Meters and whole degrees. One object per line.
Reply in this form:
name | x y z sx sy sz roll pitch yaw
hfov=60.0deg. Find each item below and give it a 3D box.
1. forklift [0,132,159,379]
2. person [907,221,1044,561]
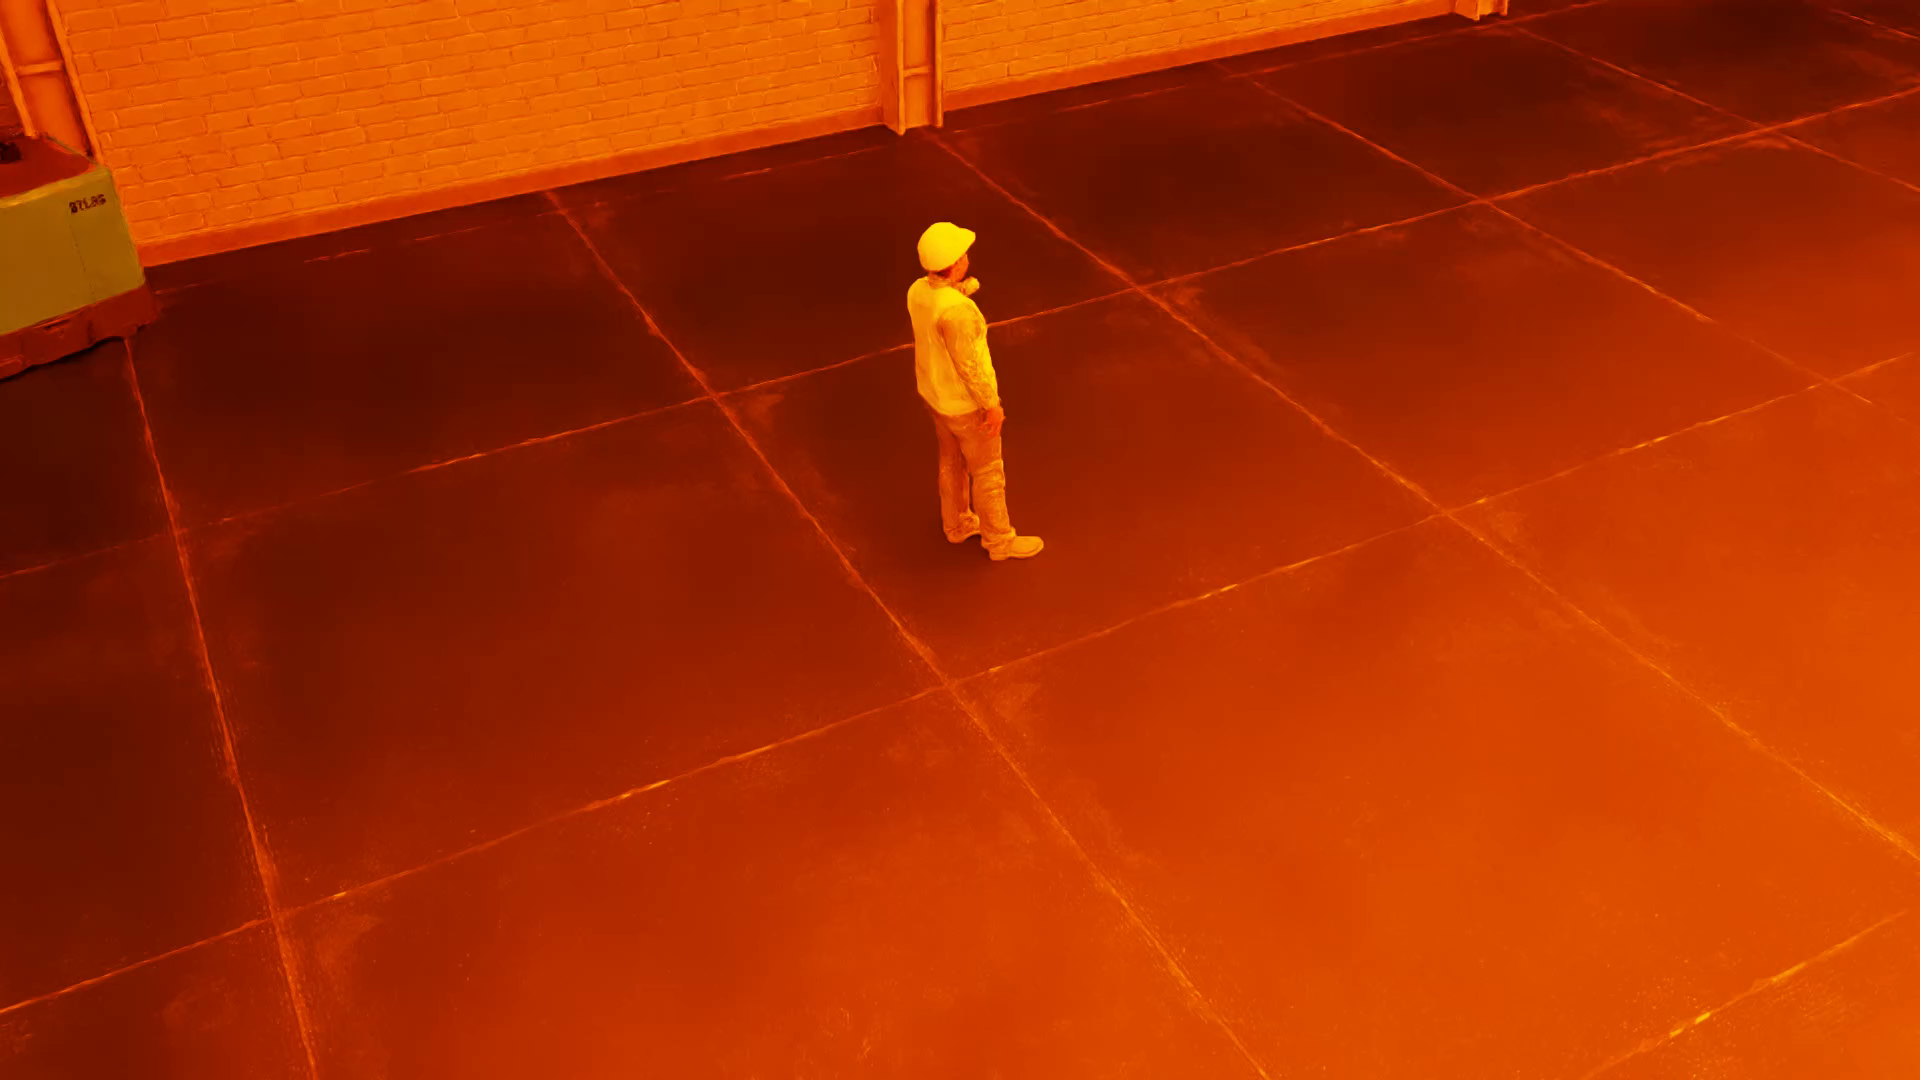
forklift | -6.439 -2.103 9.099 1.130 2.935 3.031 27 44 33
person | 0.059 -0.743 8.164 0.567 1.773 0.632 -17 39 -23
